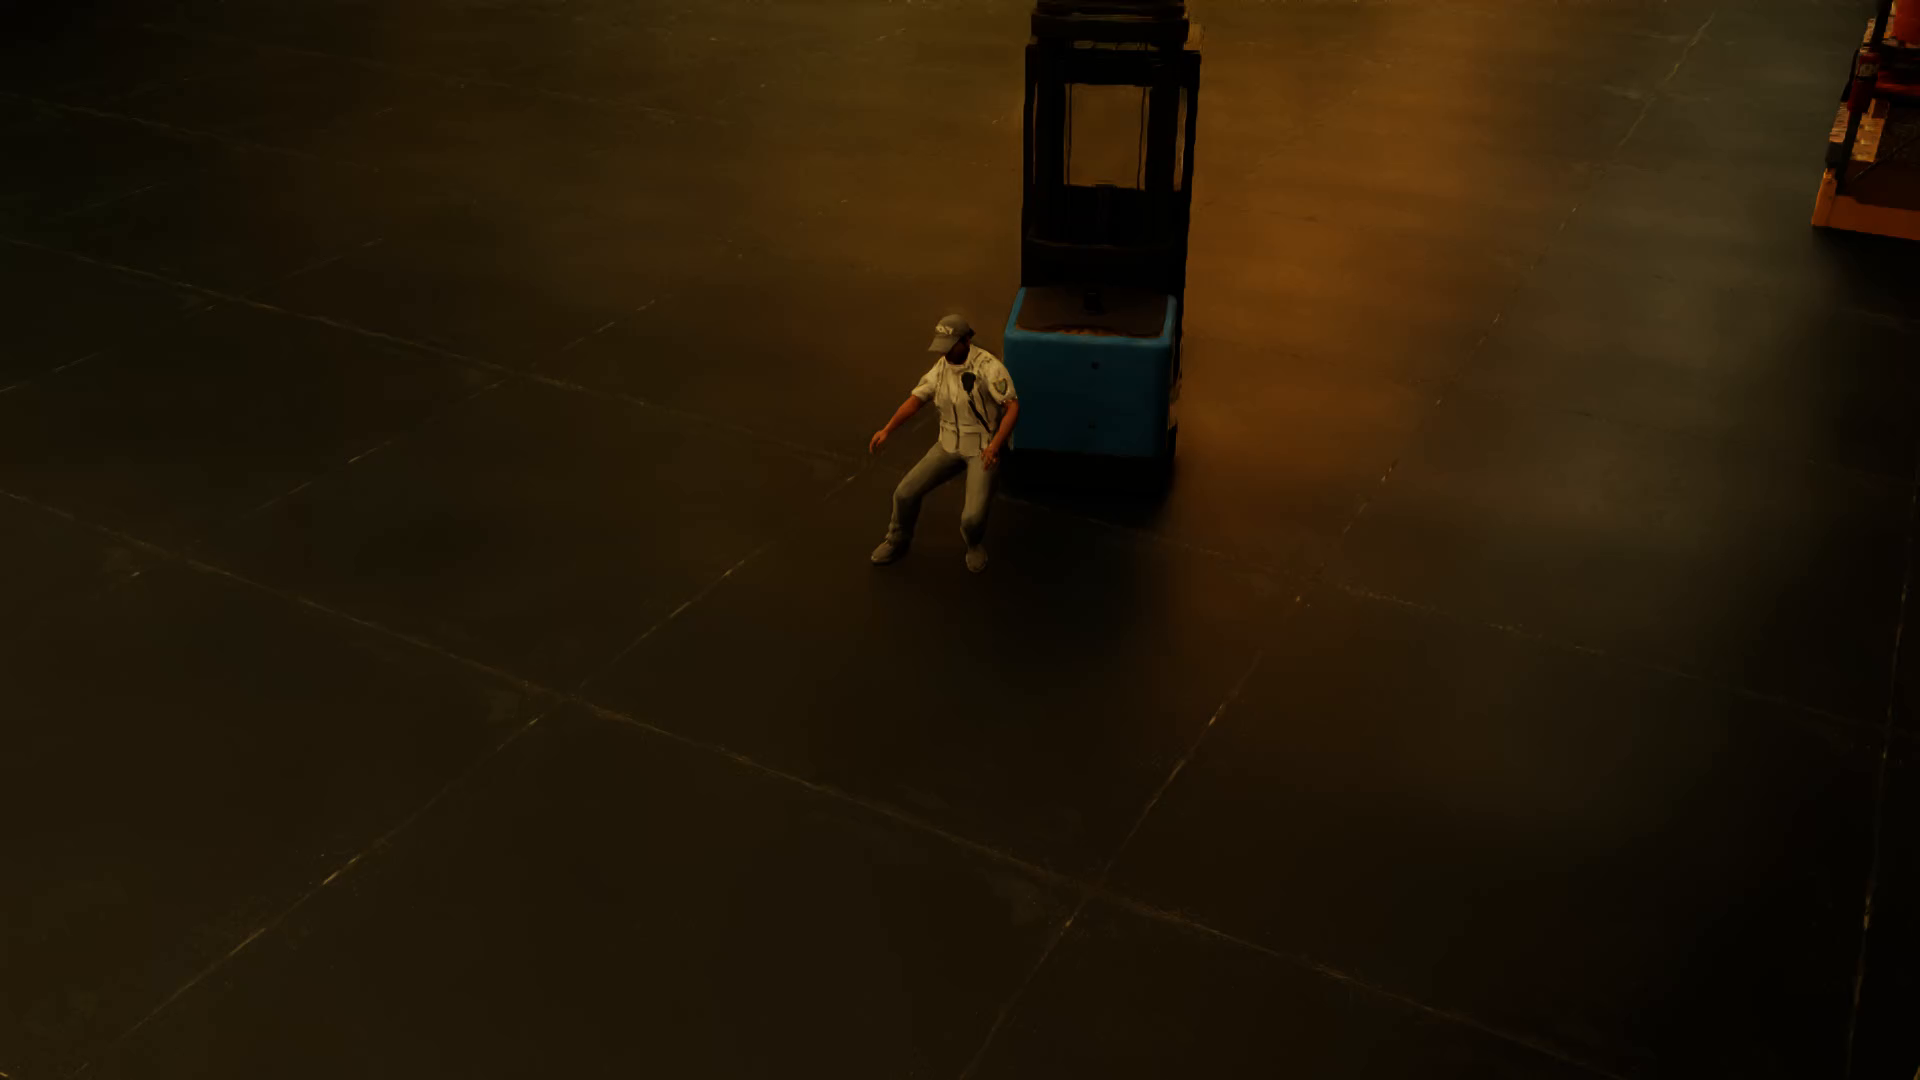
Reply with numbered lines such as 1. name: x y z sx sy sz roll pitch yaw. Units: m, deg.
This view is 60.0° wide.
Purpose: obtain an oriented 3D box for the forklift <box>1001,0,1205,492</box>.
1. forklift: 0.989 -2.286 11.032 1.130 2.935 3.031 4 30 8

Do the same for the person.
1. person: -0.076 -0.517 9.381 0.816 1.507 0.679 20 35 30
